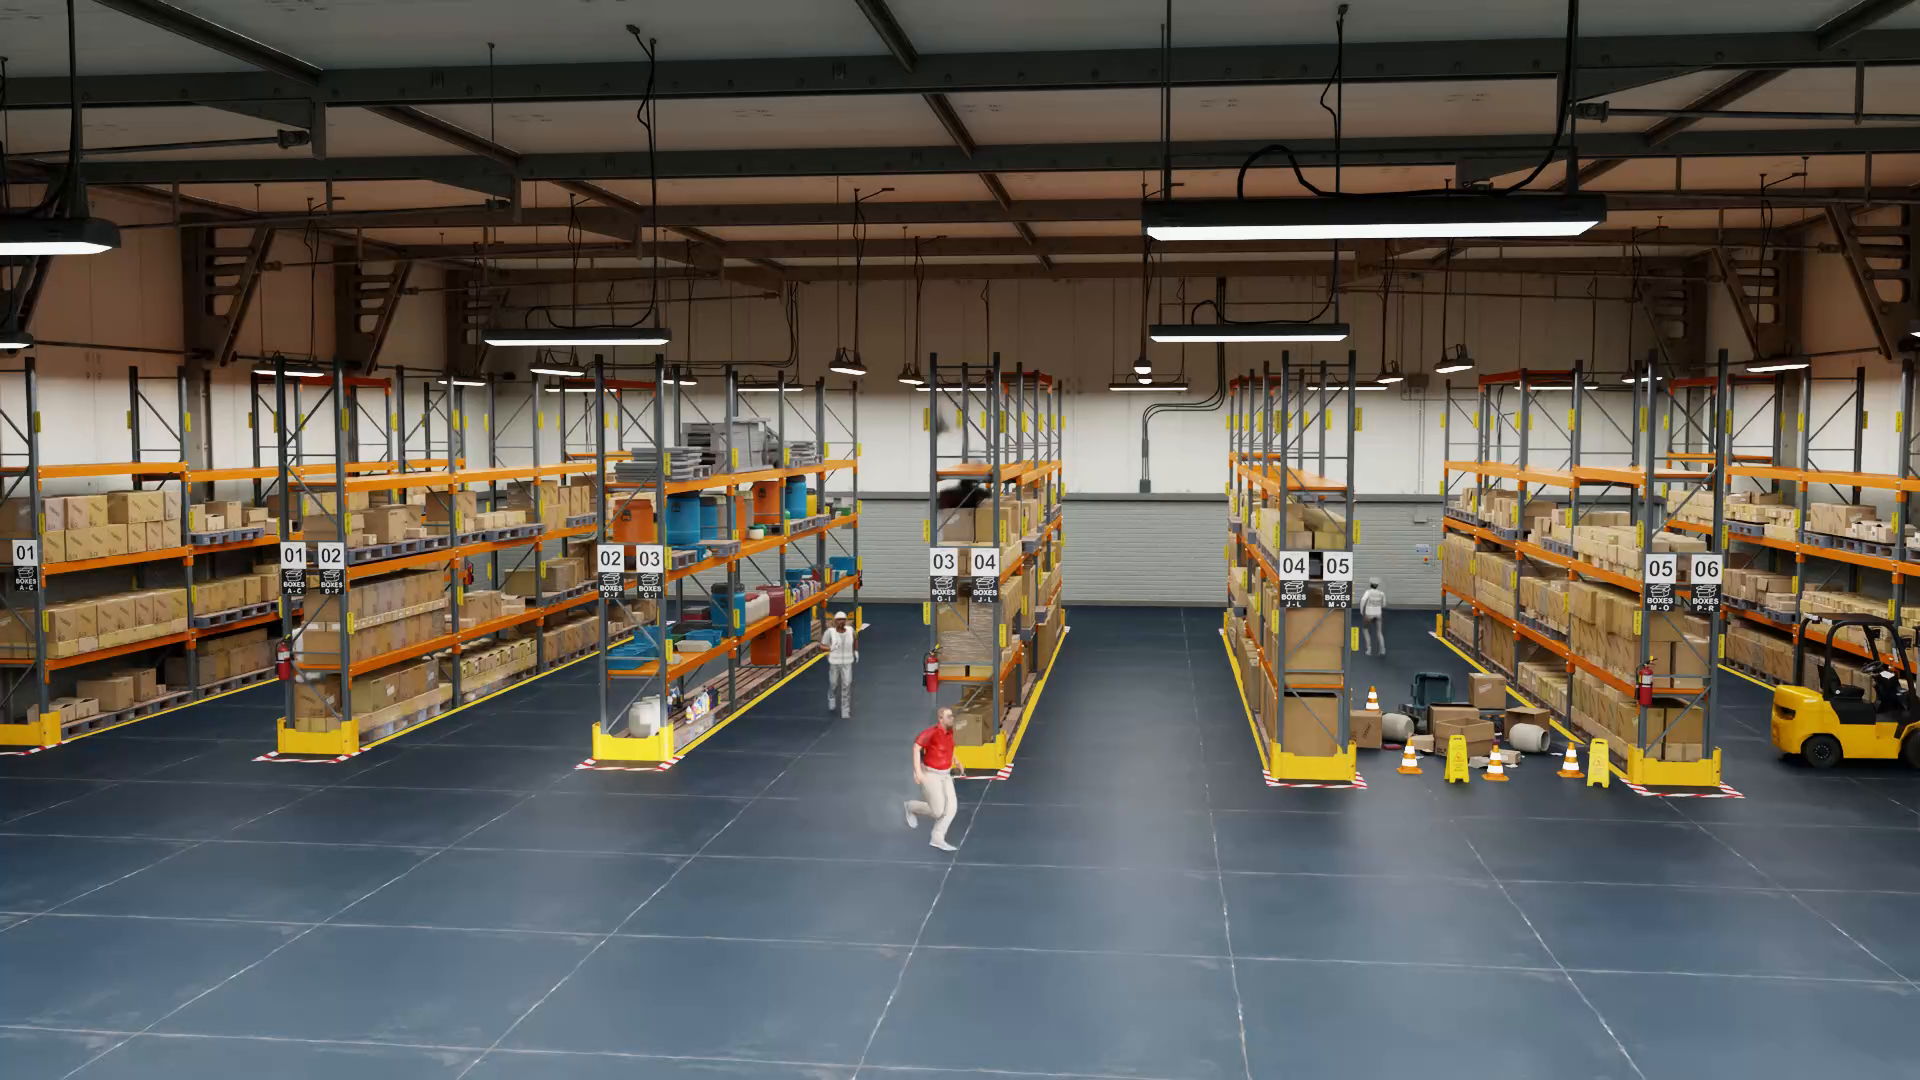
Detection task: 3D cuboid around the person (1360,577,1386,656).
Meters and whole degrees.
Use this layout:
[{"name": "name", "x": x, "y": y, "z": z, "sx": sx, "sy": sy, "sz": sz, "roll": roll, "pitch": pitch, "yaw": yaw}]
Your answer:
[{"name": "person", "x": 8.789, "y": 1.655, "z": 35.418, "sx": 0.620, "sy": 1.722, "sz": 0.857, "roll": 0, "pitch": 4, "yaw": -2}]

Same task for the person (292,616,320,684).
[{"name": "person", "x": -11.032, "y": 2.134, "z": 28.110, "sx": 0.712, "sy": 1.776, "sz": 0.955, "roll": -1, "pitch": 4, "yaw": -8}]

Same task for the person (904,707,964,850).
[{"name": "person", "x": -0.311, "y": 2.804, "z": 19.608, "sx": 0.719, "sy": 1.688, "sz": 0.696, "roll": 3, "pitch": 5, "yaw": 34}]

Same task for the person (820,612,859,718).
[{"name": "person", "x": -2.039, "y": 2.092, "z": 28.234, "sx": 0.703, "sy": 1.767, "sz": 0.943, "roll": -1, "pitch": 4, "yaw": -15}]
